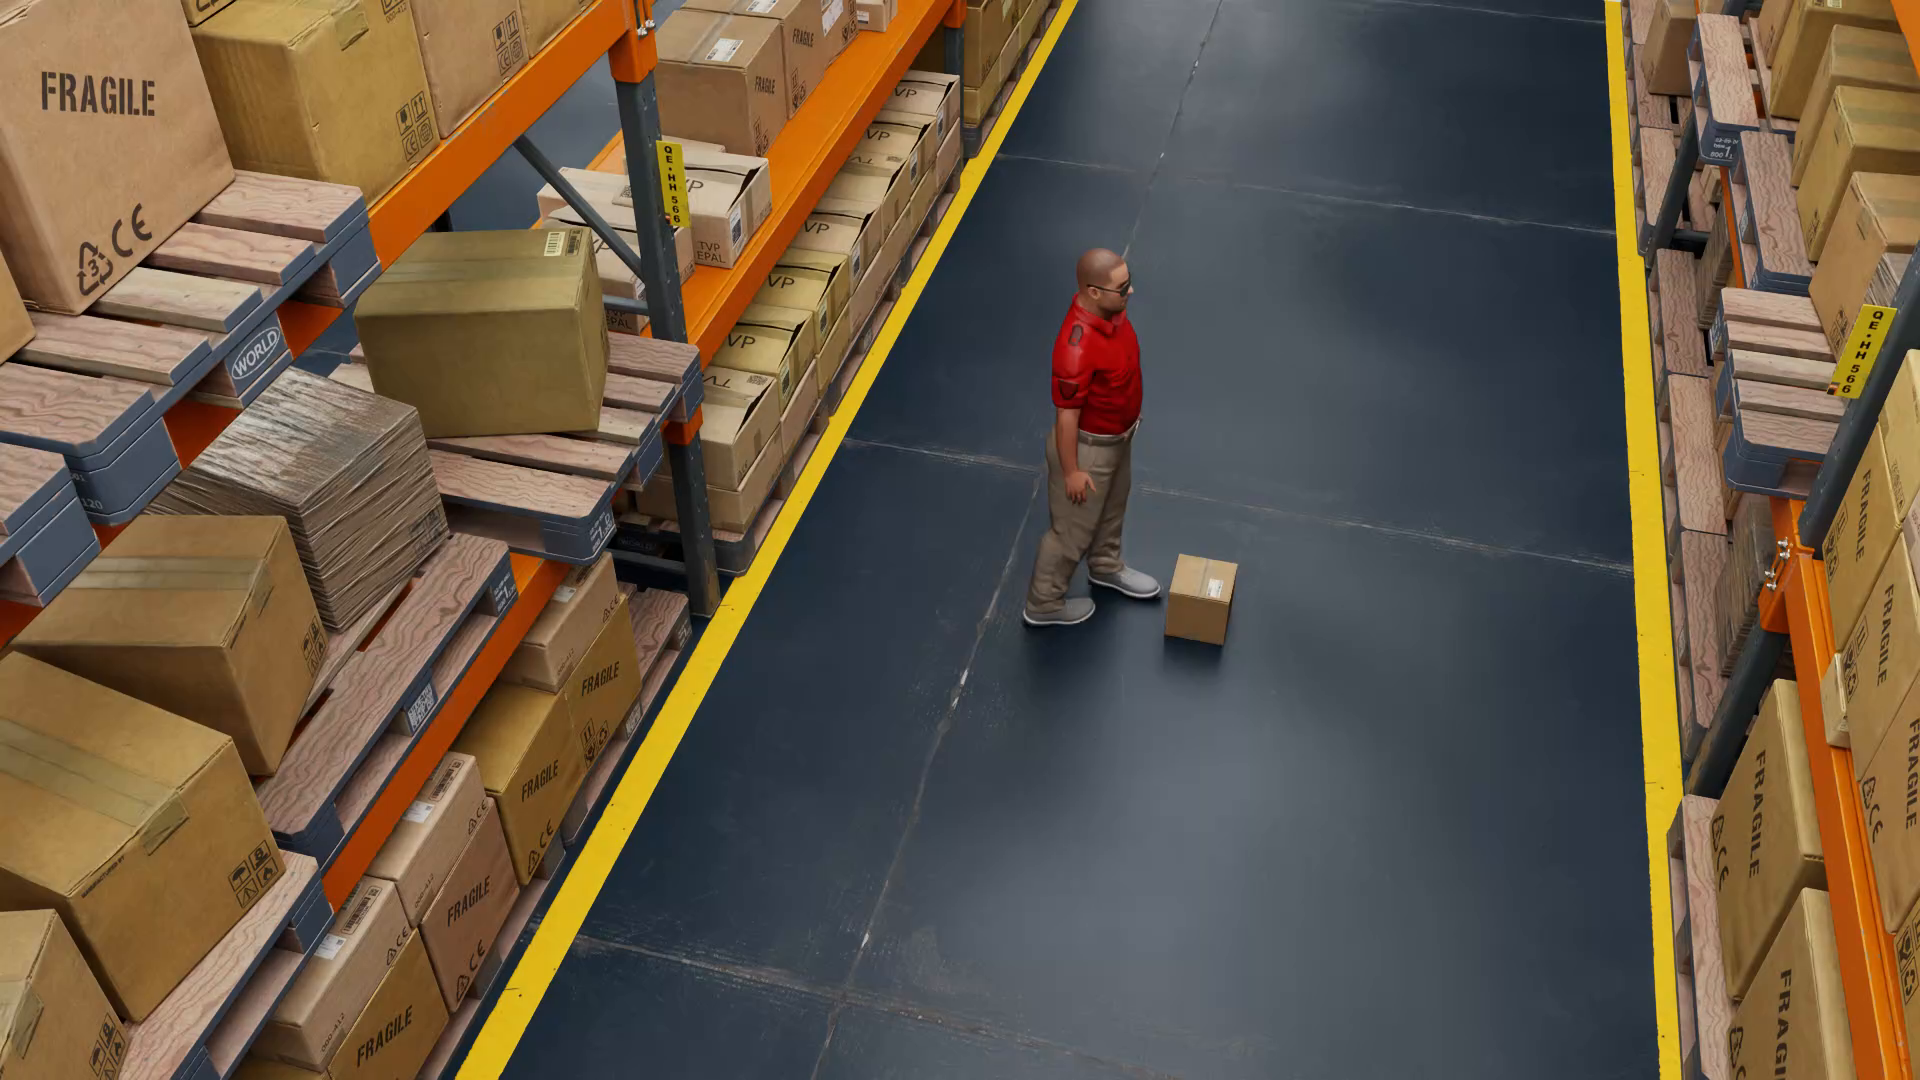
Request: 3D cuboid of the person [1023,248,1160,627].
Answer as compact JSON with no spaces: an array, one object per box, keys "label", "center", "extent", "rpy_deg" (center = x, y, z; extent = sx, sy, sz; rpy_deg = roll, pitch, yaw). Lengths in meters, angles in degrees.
[{"label":"person","center":[0.581,-0.387,6.628],"extent":[0.530,1.743,0.555],"rpy_deg":[11,42,13]}]
